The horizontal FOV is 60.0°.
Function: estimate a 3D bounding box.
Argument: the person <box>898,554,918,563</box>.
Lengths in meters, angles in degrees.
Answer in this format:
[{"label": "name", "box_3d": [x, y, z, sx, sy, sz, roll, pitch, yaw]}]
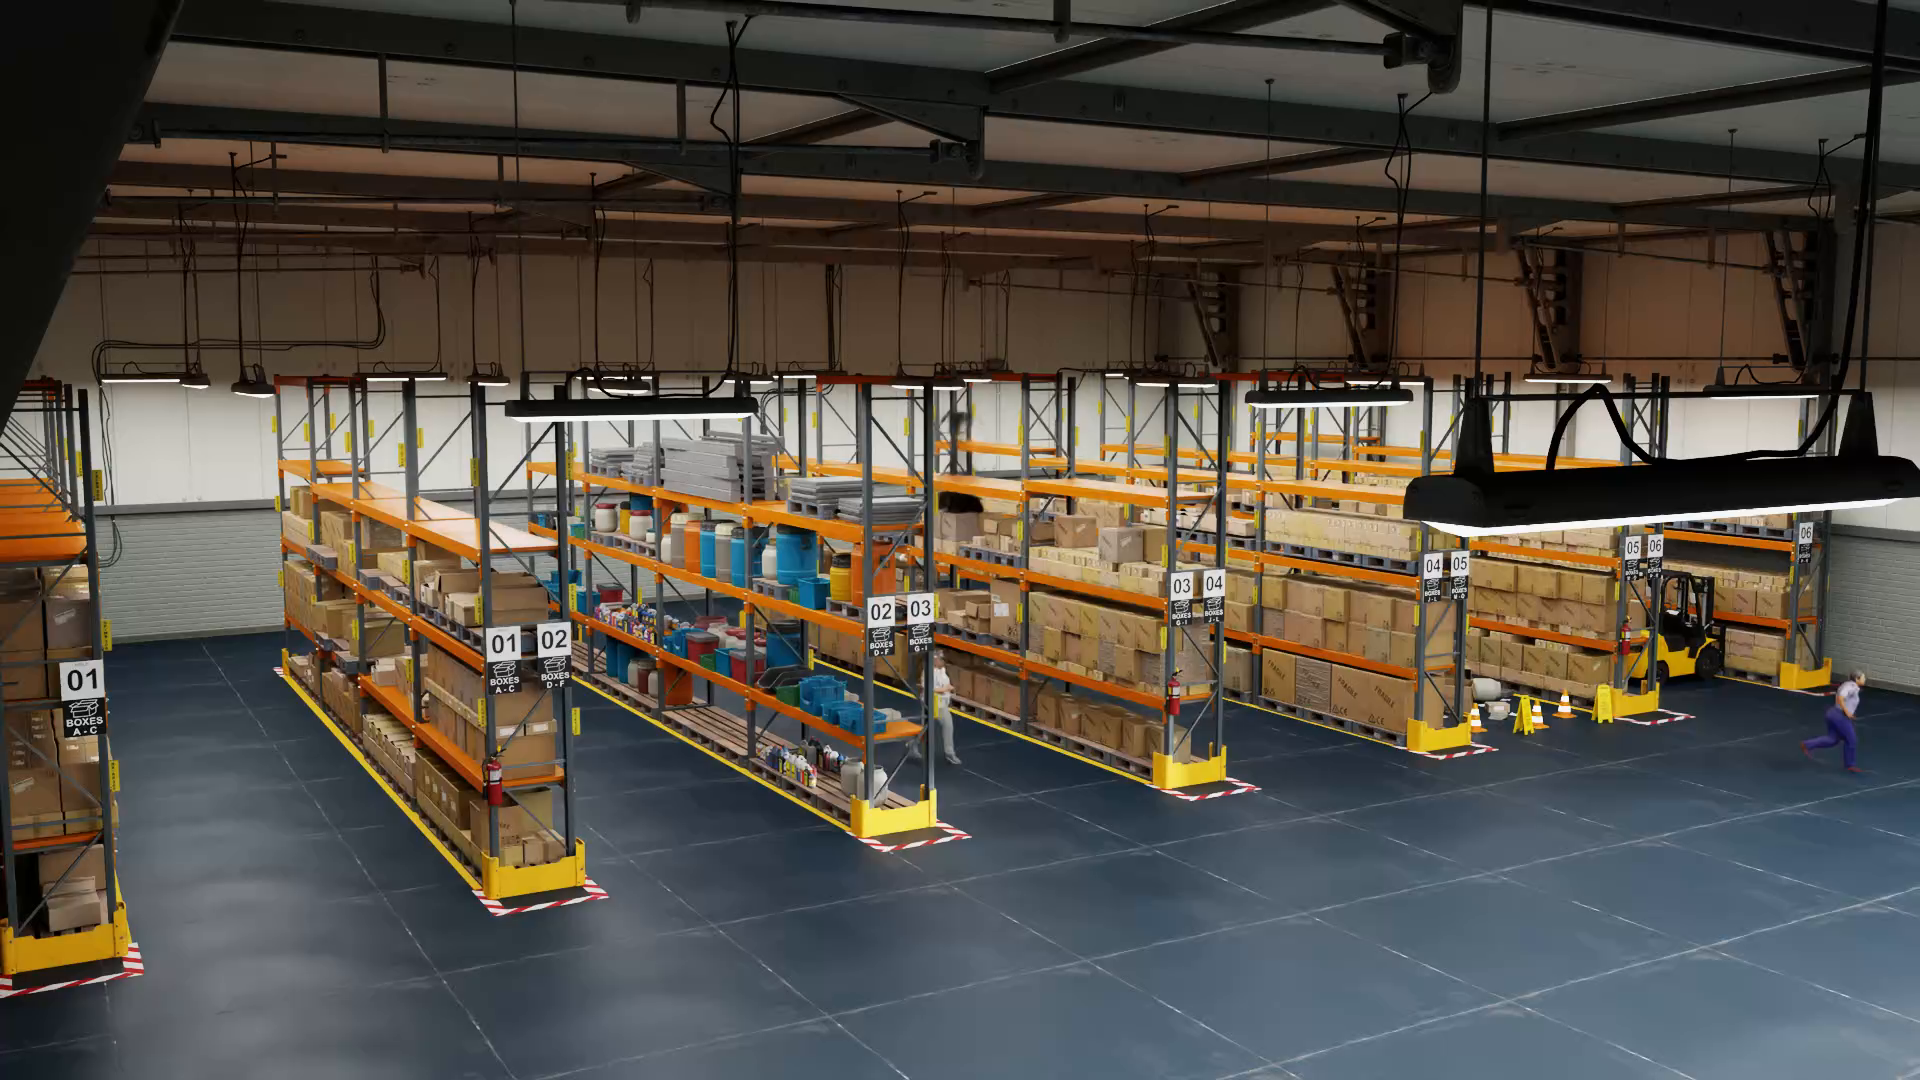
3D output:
[{"label": "person", "box_3d": [-1.356, 0.972, 41.072, 0.689, 1.749, 0.595, 2, 7, 20]}]

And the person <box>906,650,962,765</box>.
[{"label": "person", "box_3d": [-0.401, 2.586, 25.996, 0.959, 1.795, 0.650, 4, 7, 33]}]

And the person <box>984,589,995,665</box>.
[{"label": "person", "box_3d": [0.559, 1.791, 34.255, 0.524, 1.611, 0.820, -4, 7, -31]}]

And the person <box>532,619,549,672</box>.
[{"label": "person", "box_3d": [-7.922, 2.105, 31.390, 0.524, 1.687, 0.767, -3, 7, -23]}]

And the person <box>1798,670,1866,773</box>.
[{"label": "person", "box_3d": [13.427, 2.769, 25.542, 0.914, 1.581, 0.608, 3, 7, 27]}]
